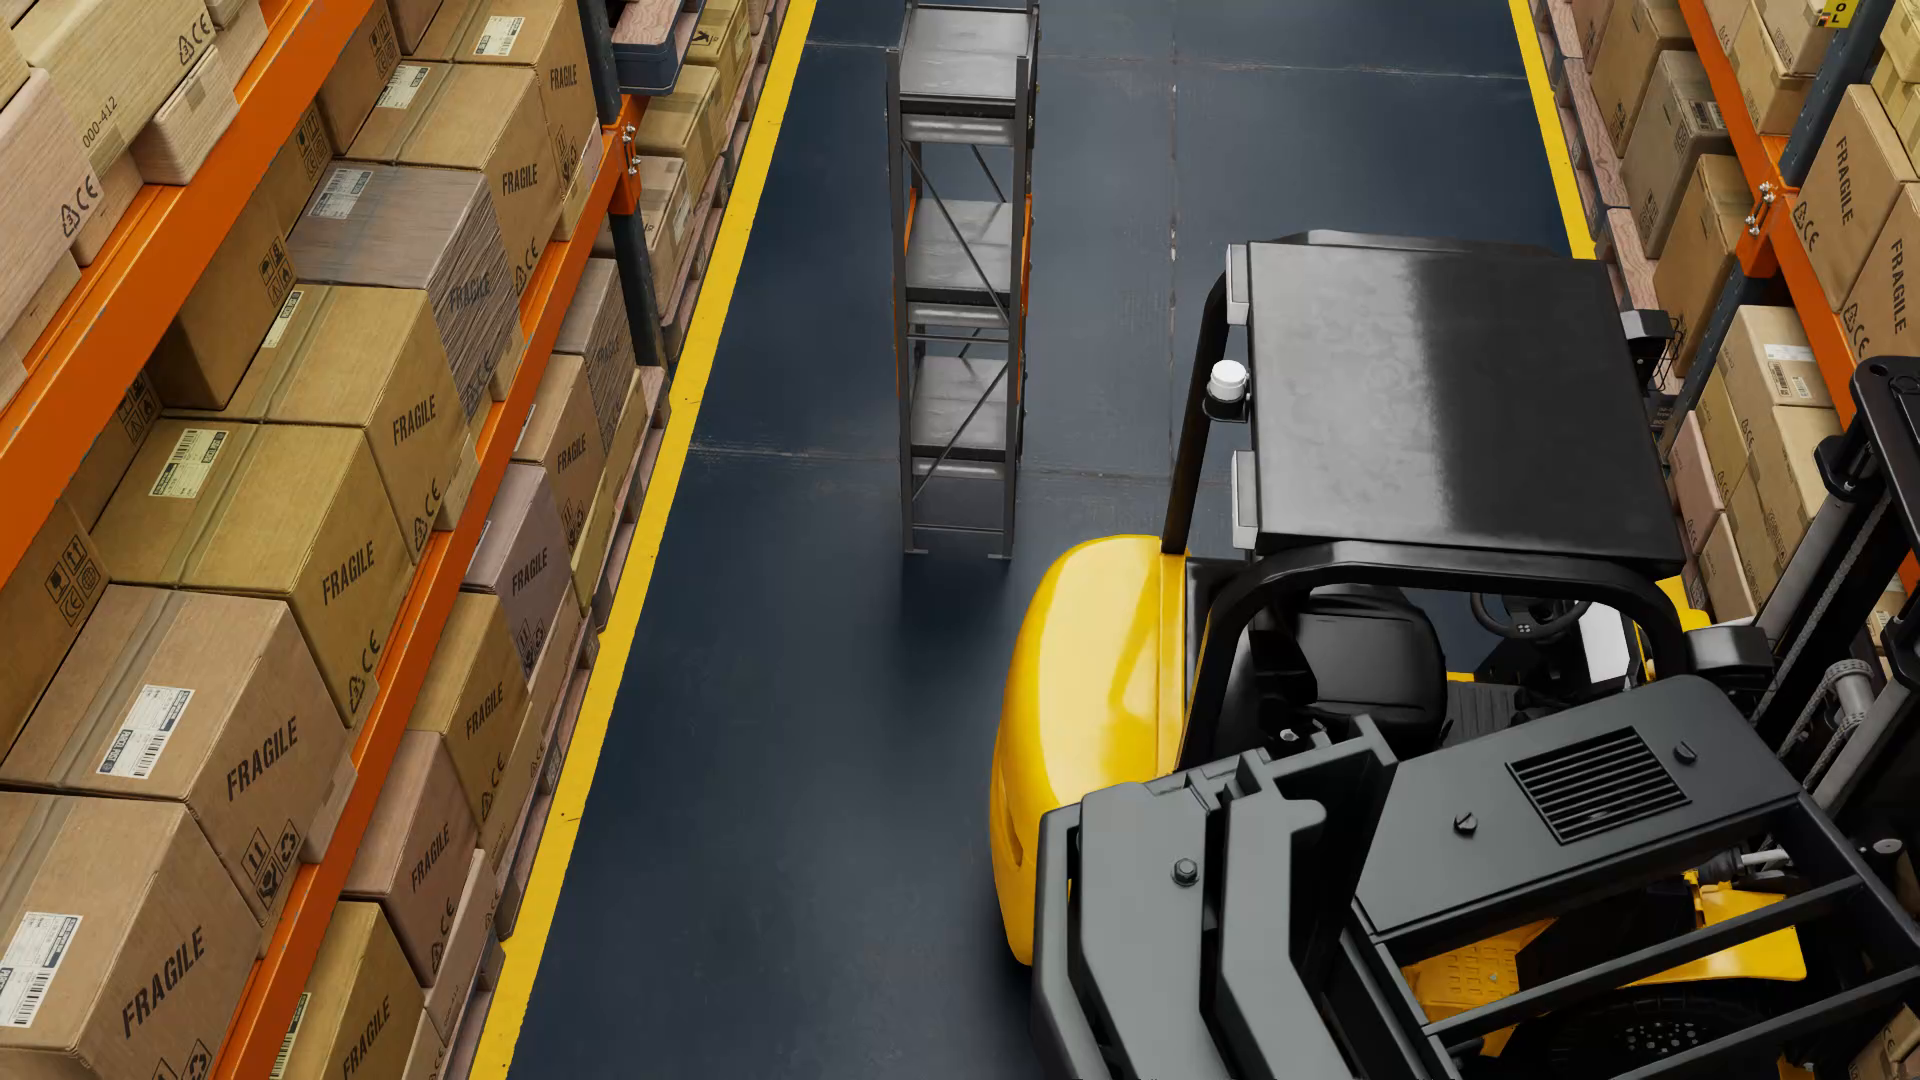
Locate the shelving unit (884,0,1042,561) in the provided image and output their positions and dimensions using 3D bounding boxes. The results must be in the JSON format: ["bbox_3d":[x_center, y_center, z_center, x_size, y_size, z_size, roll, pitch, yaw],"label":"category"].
[{"bbox_3d":[0.015,-0.830,5.586,0.431,2.100,0.503,4,48,4],"label":"shelving unit"}]

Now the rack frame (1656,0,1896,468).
[{"bbox_3d":[3.252,-1.310,5.415,1.000,3.000,0.127,4,48,4],"label":"rack frame"}]

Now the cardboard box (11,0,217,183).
[{"bbox_3d":[-1.666,-0.866,2.877,0.500,0.250,0.500,5,48,5],"label":"cardboard box"}]

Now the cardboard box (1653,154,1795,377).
[{"bbox_3d":[3.289,-1.034,6.488,0.875,0.625,0.625,6,48,5],"label":"cardboard box"}]

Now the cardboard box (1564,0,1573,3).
[{"bbox_3d":[3.547,-3.132,8.407,0.875,0.625,0.625,5,48,5],"label":"cardboard box"}]

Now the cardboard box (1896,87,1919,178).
[{"bbox_3d":[2.939,-1.156,4.767,0.380,0.149,0.250,5,48,4],"label":"cardboard box"}]

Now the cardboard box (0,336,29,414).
[{"bbox_3d":[-1.709,-0.243,2.577,0.380,0.149,0.250,5,48,5],"label":"cardboard box"}]

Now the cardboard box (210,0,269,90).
[{"bbox_3d":[-1.604,-0.997,3.267,0.380,0.149,0.250,3,48,2],"label":"cardboard box"}]

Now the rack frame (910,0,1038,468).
[{"bbox_3d":[0.037,-1.010,5.750,0.400,2.100,0.015,4,48,4],"label":"rack frame"}]

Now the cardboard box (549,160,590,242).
[{"bbox_3d":[-1.433,-1.116,5.408,0.380,0.149,0.250,5,48,4],"label":"cardboard box"}]

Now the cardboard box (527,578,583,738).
[{"bbox_3d":[-1.567,0.363,5.464,0.500,0.250,0.500,5,48,4],"label":"cardboard box"}]

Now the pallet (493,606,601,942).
[{"bbox_3d":[-1.825,0.695,5.471,1.003,0.211,1.213,4,48,4],"label":"pallet"}]

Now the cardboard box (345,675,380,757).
[{"bbox_3d":[-1.645,0.396,4.026,0.380,0.149,0.250,5,48,5],"label":"cardboard box"}]

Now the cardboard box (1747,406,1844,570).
[{"bbox_3d":[2.839,-0.152,5.257,0.500,0.250,0.500,4,48,4],"label":"cardboard box"}]

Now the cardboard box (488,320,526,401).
[{"bbox_3d":[-1.506,-0.553,4.893,0.380,0.149,0.250,3,48,3],"label":"cardboard box"}]

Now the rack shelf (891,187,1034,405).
[{"bbox_3d":[0.015,-0.821,5.597,0.431,0.518,0.480,4,48,4],"label":"rack shelf"}]

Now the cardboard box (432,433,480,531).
[{"bbox_3d":[-1.546,-0.175,4.548,0.380,0.149,0.250,4,48,4],"label":"cardboard box"}]

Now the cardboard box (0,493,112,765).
[{"bbox_3d":[-2.173,0.065,3.211,0.700,0.500,0.500,4,48,4],"label":"cardboard box"}]

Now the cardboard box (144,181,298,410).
[{"bbox_3d":[-2.045,-0.674,3.886,0.700,0.500,0.500,4,48,3],"label":"cardboard box"}]

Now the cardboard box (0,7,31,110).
[{"bbox_3d":[-1.632,-0.691,2.446,0.380,0.149,0.250,4,48,3],"label":"cardboard box"}]

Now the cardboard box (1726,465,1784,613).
[{"bbox_3d":[2.857,0.013,5.446,0.500,0.250,0.500,4,48,3],"label":"cardboard box"}]

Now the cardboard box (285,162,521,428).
[{"bbox_3d":[-1.567,-0.672,4.562,0.500,0.500,0.500,5,48,5],"label":"cardboard box"}]

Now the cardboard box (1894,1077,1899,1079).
[{"bbox_3d":[2.671,1.684,4.256,0.500,0.250,0.500,4,48,4],"label":"cardboard box"}]

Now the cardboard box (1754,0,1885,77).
[{"bbox_3d":[3.043,-1.806,5.632,0.500,0.250,0.500,3,48,3],"label":"cardboard box"}]

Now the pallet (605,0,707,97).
[{"bbox_3d":[-1.476,-2.128,6.294,1.003,0.211,1.213,4,48,4],"label":"pallet"}]

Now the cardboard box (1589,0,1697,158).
[{"bbox_3d":[3.434,-2.157,7.515,0.875,0.625,0.625,2,48,2],"label":"cardboard box"}]

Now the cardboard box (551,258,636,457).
[{"bbox_3d":[-1.478,-0.655,5.887,0.500,0.500,0.500,3,48,3],"label":"cardboard box"}]

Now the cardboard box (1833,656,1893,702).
[{"bbox_3d":[2.750,0.600,4.570,0.500,0.250,0.500,3,48,3],"label":"cardboard box"}]

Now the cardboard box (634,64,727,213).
[{"bbox_3d":[-1.583,-1.810,7.369,0.950,0.372,0.625,7,48,6],"label":"cardboard box"}]

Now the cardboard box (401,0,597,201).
[{"bbox_3d":[-1.484,-1.432,5.258,0.500,0.500,0.500,3,48,3],"label":"cardboard box"}]

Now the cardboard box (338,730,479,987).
[{"bbox_3d":[-1.662,0.855,4.506,0.500,0.500,0.500,2,48,2],"label":"cardboard box"}]

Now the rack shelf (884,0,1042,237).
[{"bbox_3d":[0.015,-1.294,5.080,0.431,0.518,0.480,4,48,4],"label":"rack shelf"}]

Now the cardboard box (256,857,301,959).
[{"bbox_3d":[-1.705,0.771,3.682,0.380,0.149,0.250,2,48,2],"label":"cardboard box"}]

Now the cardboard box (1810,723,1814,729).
[{"bbox_3d":[2.753,0.752,4.769,0.500,0.250,0.500,4,48,3],"label":"cardboard box"}]

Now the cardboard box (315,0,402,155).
[{"bbox_3d":[-2.015,-1.430,4.578,0.700,0.500,0.500,4,48,4],"label":"cardboard box"}]

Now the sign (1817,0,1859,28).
[{"bbox_3d":[2.711,-1.703,5.044,0.100,0.325,0.005,4,48,4],"label":"sign"}]

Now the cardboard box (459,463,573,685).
[{"bbox_3d":[-1.568,0.094,5.202,0.500,0.500,0.500,6,48,6],"label":"cardboard box"}]

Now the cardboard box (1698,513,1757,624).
[{"bbox_3d":[2.848,0.184,5.628,0.500,0.250,0.500,3,48,3],"label":"cardboard box"}]

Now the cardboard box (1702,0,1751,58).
[{"bbox_3d":[3.078,-2.017,6.164,0.500,0.250,0.500,4,48,3],"label":"cardboard box"}]

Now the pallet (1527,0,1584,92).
[{"bbox_3d":[3.503,-2.706,8.582,1.003,0.211,1.213,4,48,4],"label":"pallet"}]

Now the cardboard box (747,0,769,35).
[{"bbox_3d":[-1.447,-2.878,8.346,0.950,0.372,0.625,3,48,3],"label":"cardboard box"}]

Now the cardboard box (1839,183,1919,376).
[{"bbox_3d":[2.921,-0.651,4.745,0.500,0.500,0.500,5,48,4],"label":"cardboard box"}]

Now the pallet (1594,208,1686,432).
[{"bbox_3d":[3.281,-0.913,6.942,1.003,0.211,1.213,4,48,4],"label":"pallet"}]

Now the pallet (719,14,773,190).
[{"bbox_3d":[-1.513,-2.171,8.093,1.003,0.211,1.213,4,48,4],"label":"pallet"}]

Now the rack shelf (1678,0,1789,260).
[{"bbox_3d":[3.435,-2.537,7.025,1.077,0.370,4.000,4,48,4],"label":"rack shelf"}]

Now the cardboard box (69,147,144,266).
[{"bbox_3d":[-1.690,-0.621,2.923,0.380,0.149,0.250,3,48,2],"label":"cardboard box"}]

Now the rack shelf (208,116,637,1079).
[{"bbox_3d":[-1.873,0.071,4.639,1.077,0.370,4.000,4,48,4],"label":"rack shelf"}]

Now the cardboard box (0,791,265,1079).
[{"bbox_3d":[-1.736,0.835,3.184,0.500,0.500,0.500,3,48,3],"label":"cardboard box"}]

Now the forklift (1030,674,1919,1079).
[{"bbox_3d":[0.946,1.386,2.996,3.031,2.935,1.130,-14,49,-13],"label":"forklift"}]

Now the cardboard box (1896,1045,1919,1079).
[{"bbox_3d":[2.677,1.500,4.085,0.500,0.250,0.500,3,48,3],"label":"cardboard box"}]

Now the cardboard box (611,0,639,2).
[{"bbox_3d":[-1.326,-2.083,6.008,0.380,0.149,0.250,5,48,4],"label":"cardboard box"}]

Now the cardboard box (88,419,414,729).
[{"bbox_3d":[-1.647,0.079,3.875,0.500,0.500,0.500,3,48,3],"label":"cardboard box"}]

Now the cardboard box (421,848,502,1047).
[{"bbox_3d":[-1.652,1.136,4.757,0.500,0.250,0.500,5,48,5],"label":"cardboard box"}]

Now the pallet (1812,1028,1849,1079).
[{"bbox_3d":[3.030,1.112,5.090,1.003,0.211,1.213,4,48,4],"label":"pallet"}]

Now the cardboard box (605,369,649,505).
[{"bbox_3d":[-1.477,-0.402,6.164,0.500,0.250,0.500,6,48,5],"label":"cardboard box"}]
